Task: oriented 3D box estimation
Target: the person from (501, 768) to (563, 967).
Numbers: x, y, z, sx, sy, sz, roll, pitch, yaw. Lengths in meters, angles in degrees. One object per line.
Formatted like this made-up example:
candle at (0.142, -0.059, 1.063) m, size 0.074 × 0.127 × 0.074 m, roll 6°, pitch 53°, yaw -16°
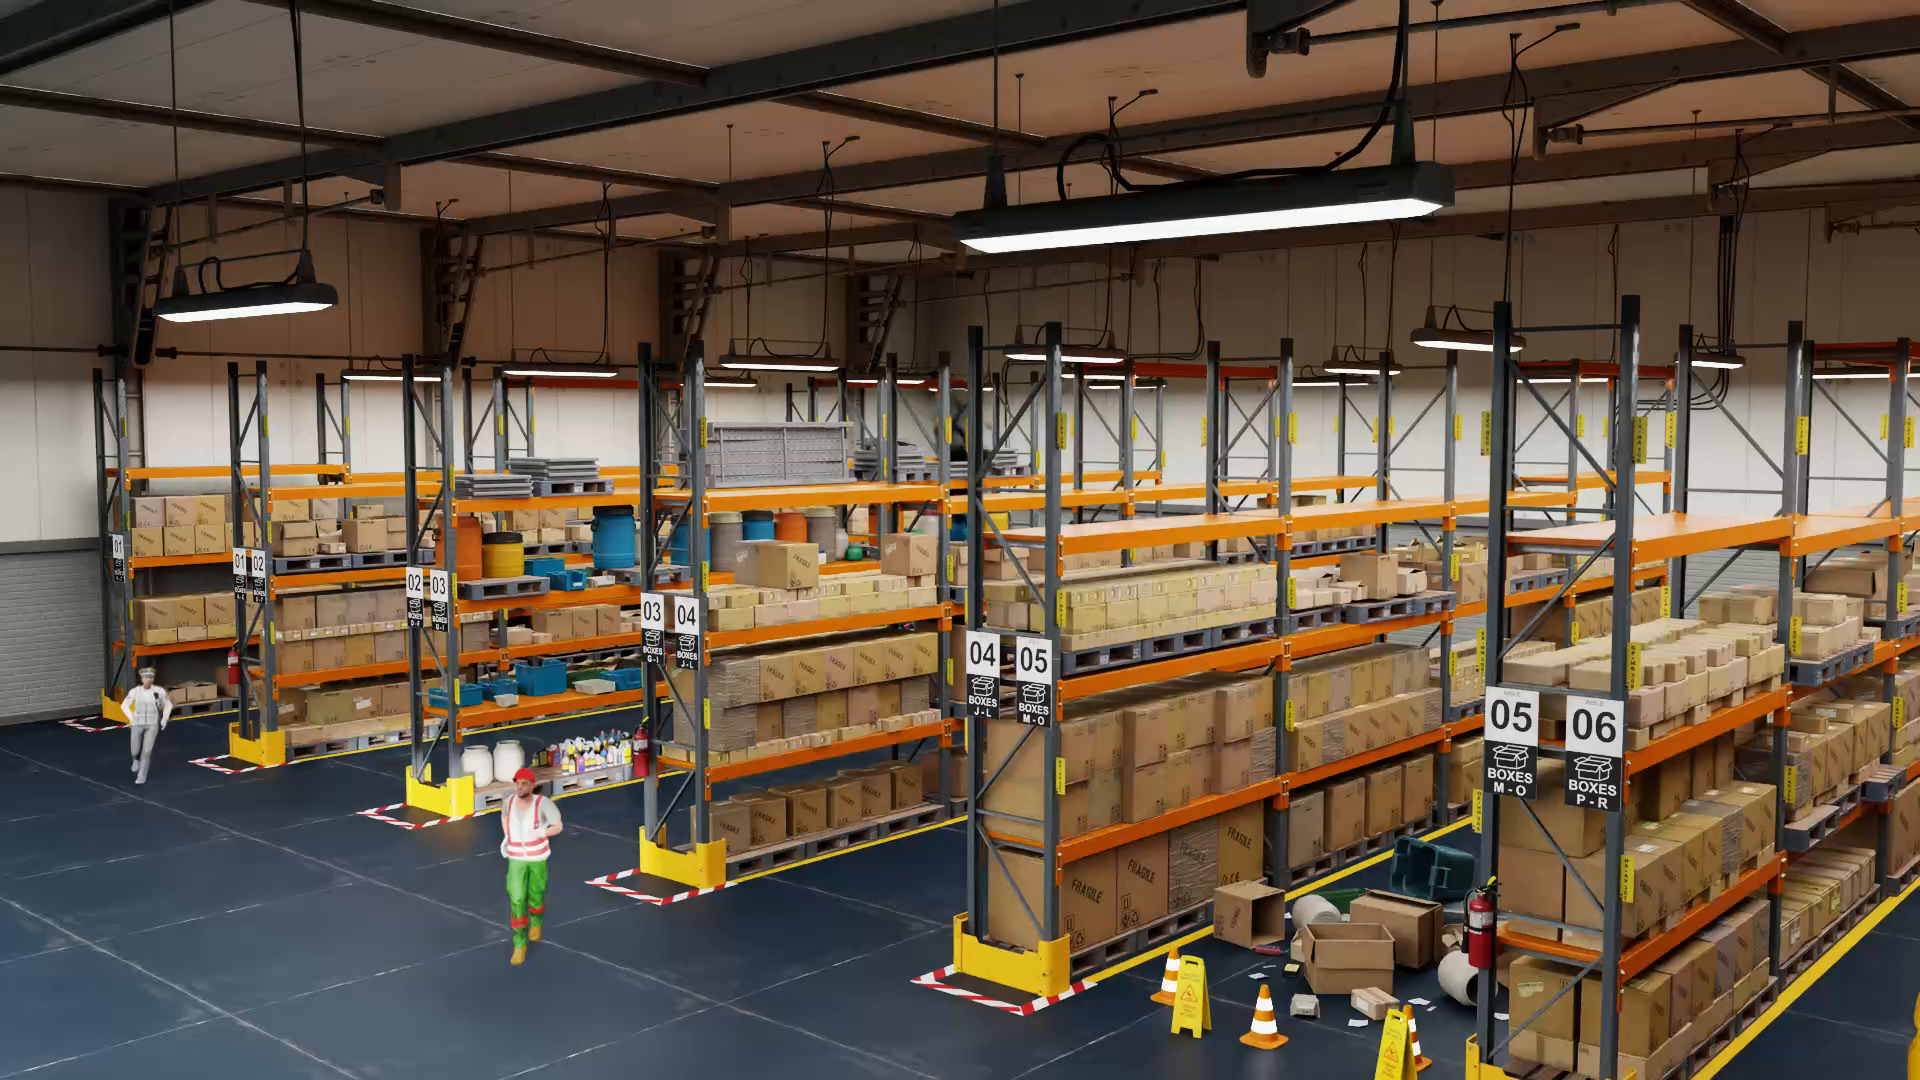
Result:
person at (-4.133, 3.095, 16.028) m, size 0.623 × 1.838 × 0.832 m, roll 0°, pitch 4°, yaw -5°

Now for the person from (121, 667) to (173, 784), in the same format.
person at (-11.547, 2.612, 23.625) m, size 0.655 × 1.638 × 0.565 m, roll -2°, pitch 5°, yaw -22°
